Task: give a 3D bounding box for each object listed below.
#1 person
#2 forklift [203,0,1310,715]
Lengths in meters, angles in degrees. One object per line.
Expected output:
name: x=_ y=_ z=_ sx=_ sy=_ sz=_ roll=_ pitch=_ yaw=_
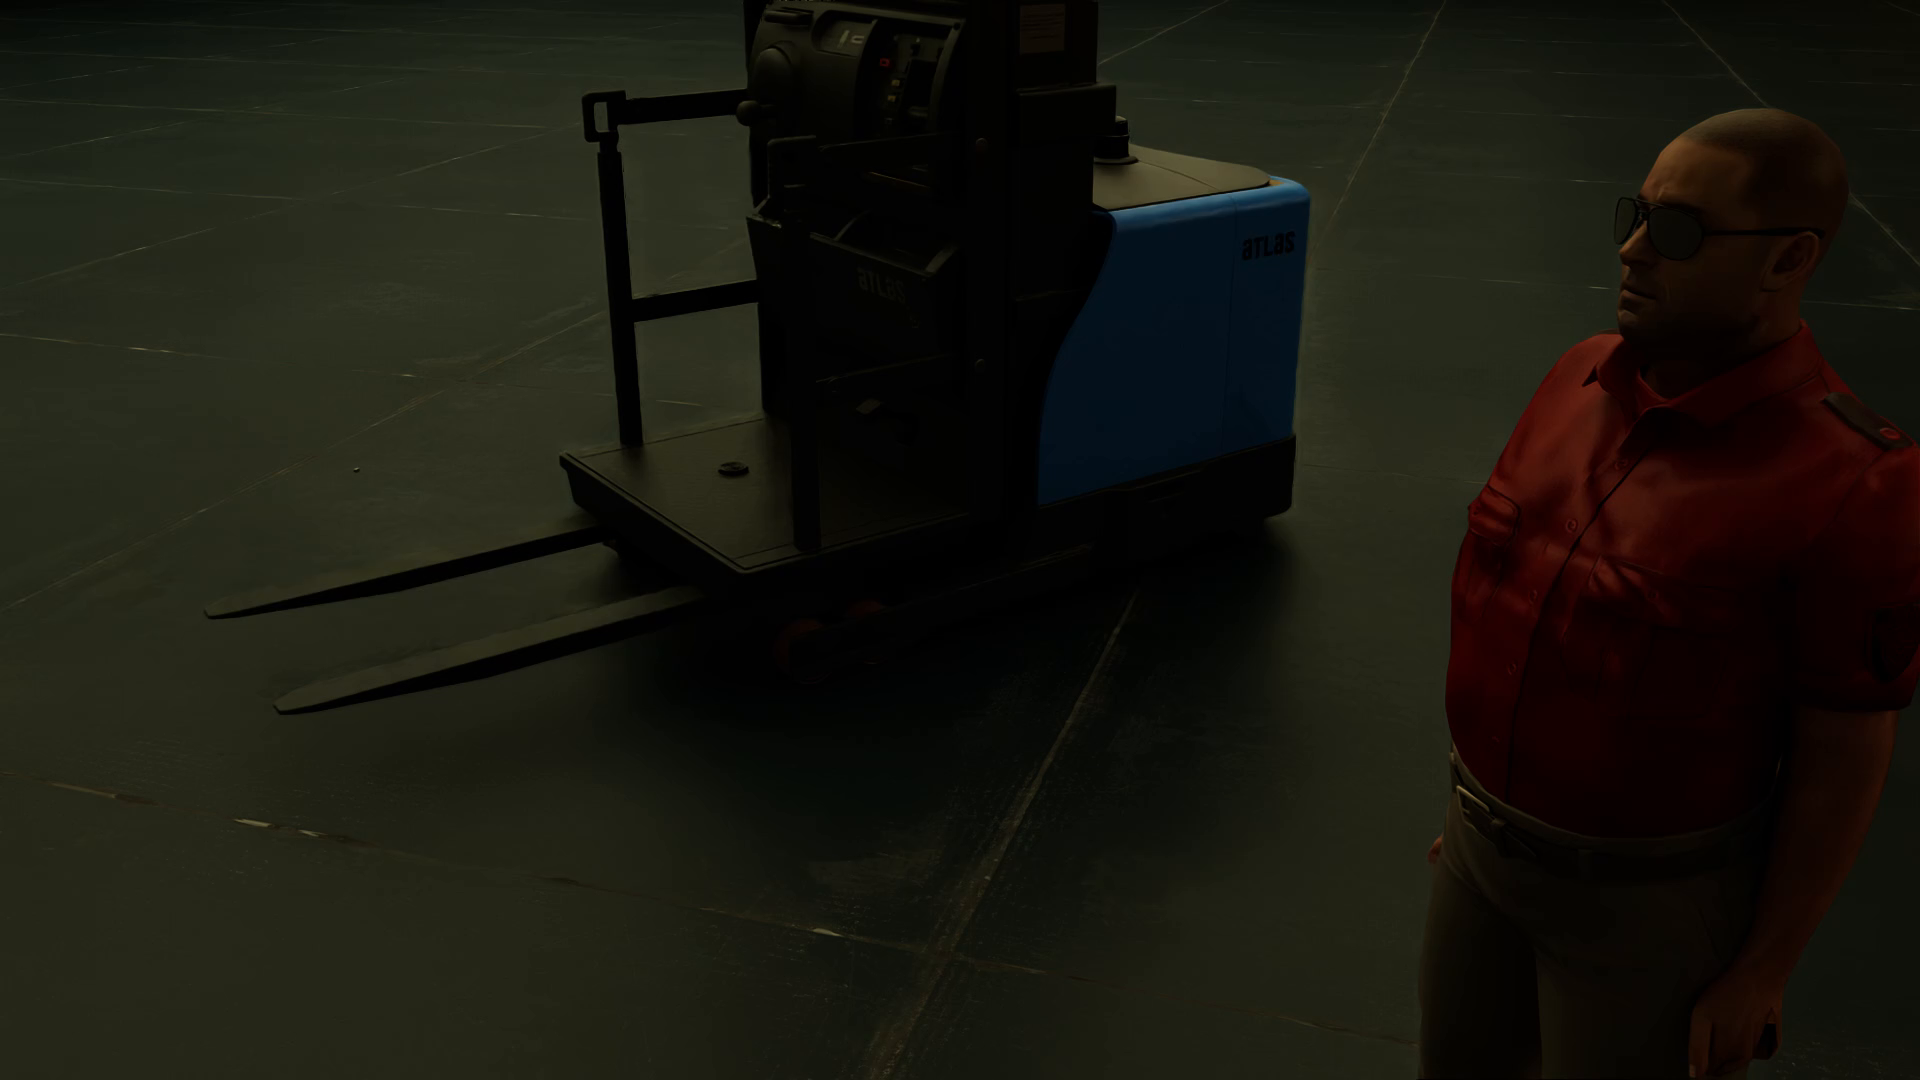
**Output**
person: x=0.725 y=0.388 z=1.921 sx=0.388 sy=1.728 sz=0.528 roll=-9 pitch=24 yaw=-21
forklift: x=-0.456 y=-1.215 z=4.222 sx=3.031 sy=2.935 sz=1.130 roll=-16 pitch=27 yaw=-33
